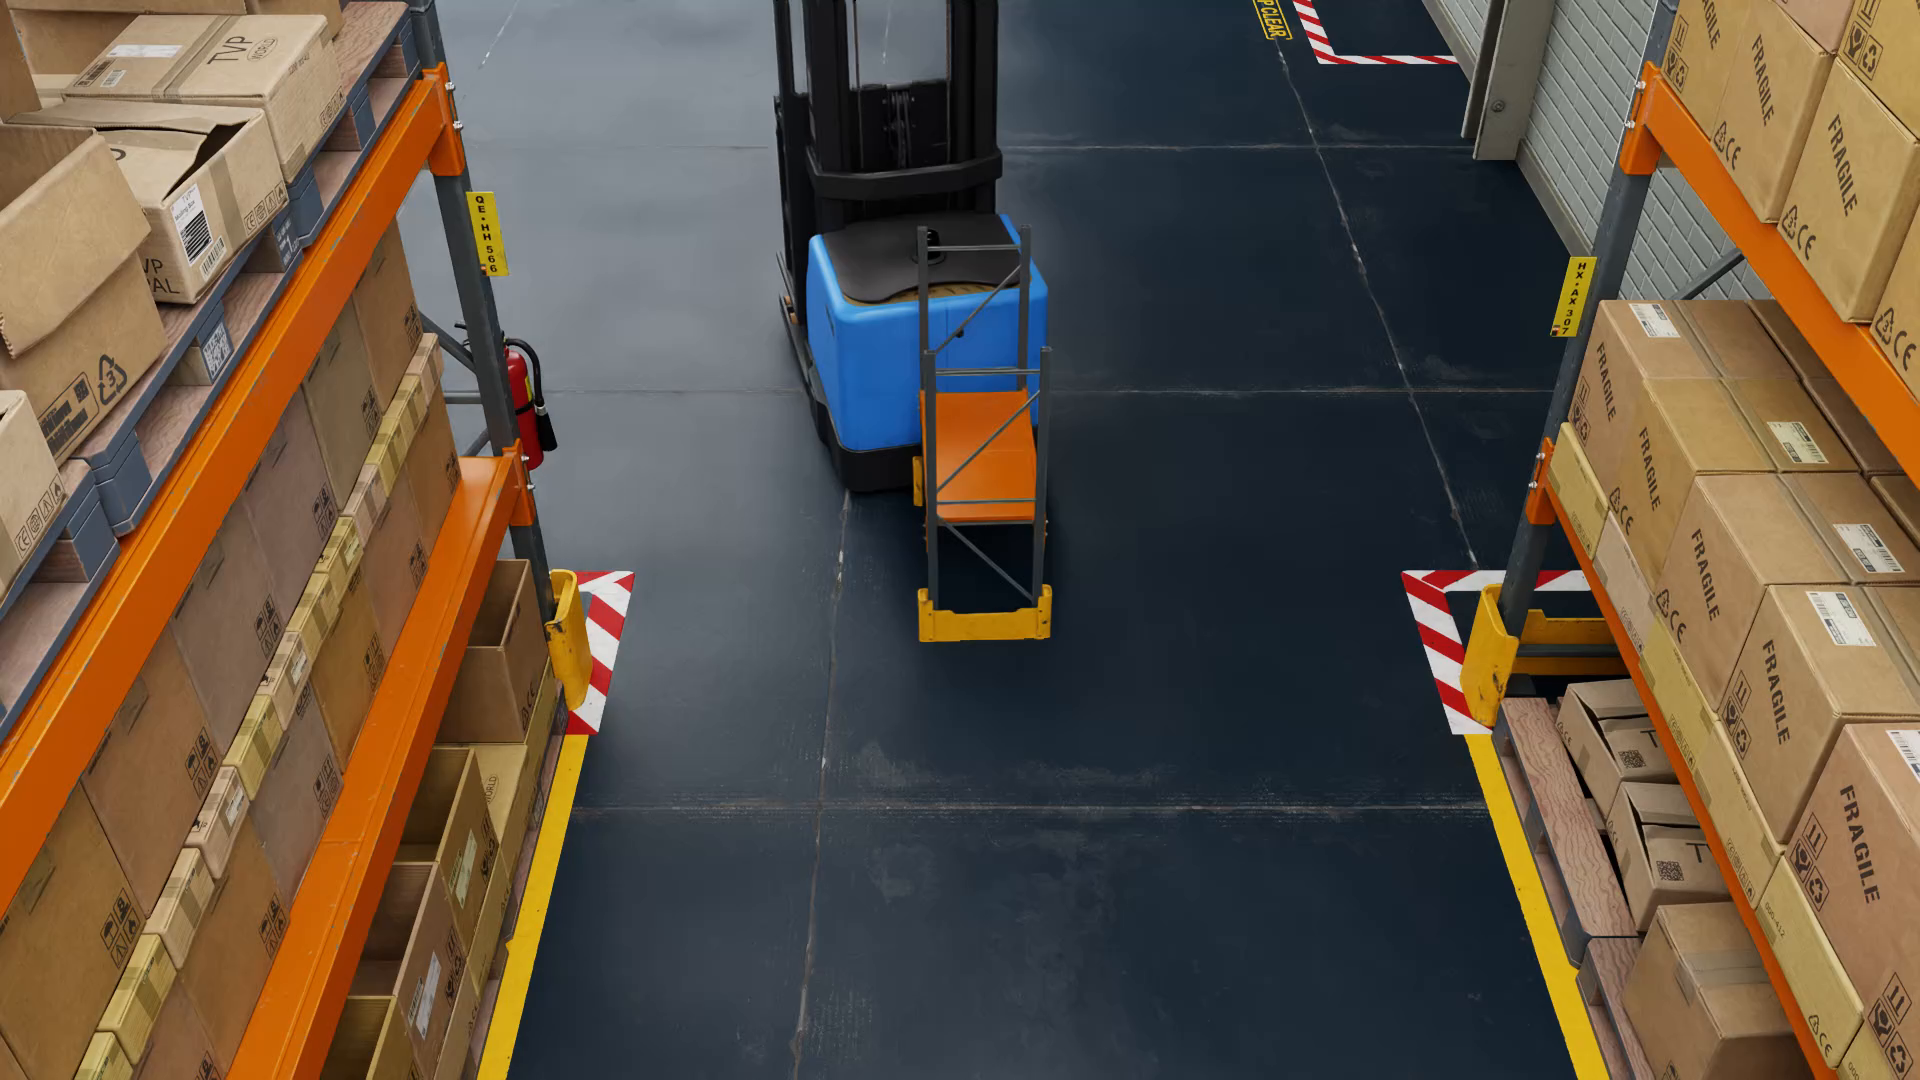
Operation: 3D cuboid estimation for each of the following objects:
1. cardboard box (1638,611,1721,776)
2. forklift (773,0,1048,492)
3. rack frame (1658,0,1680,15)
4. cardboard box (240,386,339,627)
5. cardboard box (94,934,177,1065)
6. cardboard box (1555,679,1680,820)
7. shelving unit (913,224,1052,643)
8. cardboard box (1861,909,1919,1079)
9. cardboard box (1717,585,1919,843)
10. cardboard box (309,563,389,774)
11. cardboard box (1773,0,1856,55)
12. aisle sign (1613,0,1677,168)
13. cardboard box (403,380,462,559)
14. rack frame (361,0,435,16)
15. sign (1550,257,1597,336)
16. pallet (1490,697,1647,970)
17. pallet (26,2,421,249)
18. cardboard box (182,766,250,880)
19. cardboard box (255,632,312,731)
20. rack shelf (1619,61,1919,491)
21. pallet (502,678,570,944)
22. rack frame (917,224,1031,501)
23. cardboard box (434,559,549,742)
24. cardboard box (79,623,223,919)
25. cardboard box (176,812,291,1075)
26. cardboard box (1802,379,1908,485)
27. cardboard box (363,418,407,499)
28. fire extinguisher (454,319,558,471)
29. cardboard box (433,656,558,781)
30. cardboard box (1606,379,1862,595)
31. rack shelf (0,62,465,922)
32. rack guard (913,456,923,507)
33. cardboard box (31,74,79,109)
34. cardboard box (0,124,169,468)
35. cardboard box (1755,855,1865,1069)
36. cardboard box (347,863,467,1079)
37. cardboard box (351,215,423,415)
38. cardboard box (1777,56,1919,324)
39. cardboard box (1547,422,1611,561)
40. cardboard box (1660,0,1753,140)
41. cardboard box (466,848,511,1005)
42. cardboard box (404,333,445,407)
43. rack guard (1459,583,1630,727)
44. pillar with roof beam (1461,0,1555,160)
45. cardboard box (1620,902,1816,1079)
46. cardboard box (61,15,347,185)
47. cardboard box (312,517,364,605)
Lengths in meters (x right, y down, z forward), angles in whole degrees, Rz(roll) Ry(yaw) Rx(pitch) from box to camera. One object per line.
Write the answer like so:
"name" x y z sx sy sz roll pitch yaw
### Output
"cardboard box" 2.450 0.462 5.125 0.500 0.250 0.500 -1 39 -1
"forklift" -0.411 -2.307 8.531 1.130 2.935 3.031 -9 39 -11
"rack frame" 2.757 -2.879 4.392 1.000 3.000 0.127 0 39 0
"cardboard box" -2.201 -0.108 4.614 0.700 0.500 0.500 0 39 0
"cardboard box" -2.002 1.027 3.717 0.380 0.149 0.250 0 39 0
"cardboard box" 2.668 0.773 6.431 0.500 0.311 0.500 -4 39 -5
"shelving unit" 0.087 -0.470 7.383 0.587 1.500 1.083 -2 39 -2
"cardboard box" 2.446 1.114 3.711 0.500 0.500 0.500 0 39 0
"cardboard box" 2.455 0.474 4.509 0.500 0.500 0.500 1 39 1
"cardboard box" -2.208 0.360 5.067 0.700 0.500 0.500 0 39 0
"cardboard box" 2.465 -1.590 4.287 0.500 0.500 0.500 0 39 -1
"aisle sign" 2.457 -1.597 5.511 0.394 0.787 0.004 0 39 0
"cardboard box" -2.209 -0.279 5.865 0.700 0.500 0.500 0 39 0
"rack frame" -2.196 -2.873 4.384 1.000 3.000 0.127 0 39 0
"sign" 2.215 -0.875 5.996 0.100 0.325 0.005 0 39 0
"pallet" 2.723 1.106 6.446 1.003 0.211 1.213 0 39 0
"pallet" -2.221 -1.226 4.798 1.003 0.211 1.213 0 39 0
"cardboard box" -2.004 0.704 4.120 0.380 0.149 0.250 -1 39 -1
"cardboard box" -2.001 0.385 4.518 0.380 0.149 0.250 -1 39 -1
"rack shelf" 2.760 -0.177 3.994 1.077 0.370 4.000 0 39 0
"pallet" -2.154 1.035 6.536 1.003 0.211 1.213 0 39 0
"rack frame" 0.063 -0.794 7.786 0.500 1.500 0.032 -2 39 -2
"cardboard box" -1.898 0.420 6.336 0.500 0.500 0.500 0 39 0
"cardboard box" -2.200 0.518 3.833 0.700 0.500 0.500 0 39 0
"cardboard box" -2.202 1.010 4.257 0.700 0.500 0.500 1 39 1
"cardboard box" 2.961 -0.170 5.313 0.500 0.500 0.500 0 39 1
"cardboard box" -2.003 -0.261 5.324 0.380 0.149 0.250 -1 39 -1
"fire extinguisher" -1.732 -0.576 6.377 0.296 0.674 0.183 0 39 0
"cardboard box" -1.900 0.713 6.571 0.500 0.250 0.500 0 39 0
"cardboard box" 2.448 -0.172 5.315 0.500 0.500 0.500 0 39 0
"rack shelf" -2.194 -0.171 3.987 1.077 0.370 4.000 0 39 0
"rack guard" 0.064 -0.294 8.162 0.587 0.250 0.087 -2 39 -2
"cardboard box" -2.371 -1.087 4.308 0.380 0.149 0.250 0 39 0
"cardboard box" -2.067 -0.490 3.279 0.797 0.503 0.637 4 39 5
"cardboard box" 2.450 1.092 4.338 0.500 0.250 0.500 0 39 0
"cardboard box" -1.883 1.358 5.166 0.500 0.500 0.500 0 39 0
"cardboard box" -2.208 -0.752 5.418 0.700 0.500 0.500 0 39 0
"cardboard box" 2.477 -0.885 4.207 0.500 0.500 0.500 2 39 2
"cardboard box" 2.440 -0.181 5.927 0.500 0.250 0.500 -1 39 -1
"cardboard box" 2.508 -1.546 5.031 0.500 0.500 0.500 1 39 1
"cardboard box" -1.885 1.338 5.790 0.500 0.250 0.500 0 39 0
"cardboard box" -2.005 -0.585 5.728 0.380 0.149 0.250 -1 39 -1
"rack guard" 2.757 0.485 6.990 1.175 0.500 0.348 0 39 0
"pillar with roof beam" -0.689 -6.191 8.524 9.100 9.000 0.400 0 39 0
"cardboard box" 2.620 1.514 5.354 0.700 0.500 0.500 -2 39 -3
"cardboard box" -1.931 -1.142 4.296 0.500 0.250 0.500 0 39 0
"cardboard box" -2.004 0.060 4.923 0.380 0.149 0.250 1 39 1
